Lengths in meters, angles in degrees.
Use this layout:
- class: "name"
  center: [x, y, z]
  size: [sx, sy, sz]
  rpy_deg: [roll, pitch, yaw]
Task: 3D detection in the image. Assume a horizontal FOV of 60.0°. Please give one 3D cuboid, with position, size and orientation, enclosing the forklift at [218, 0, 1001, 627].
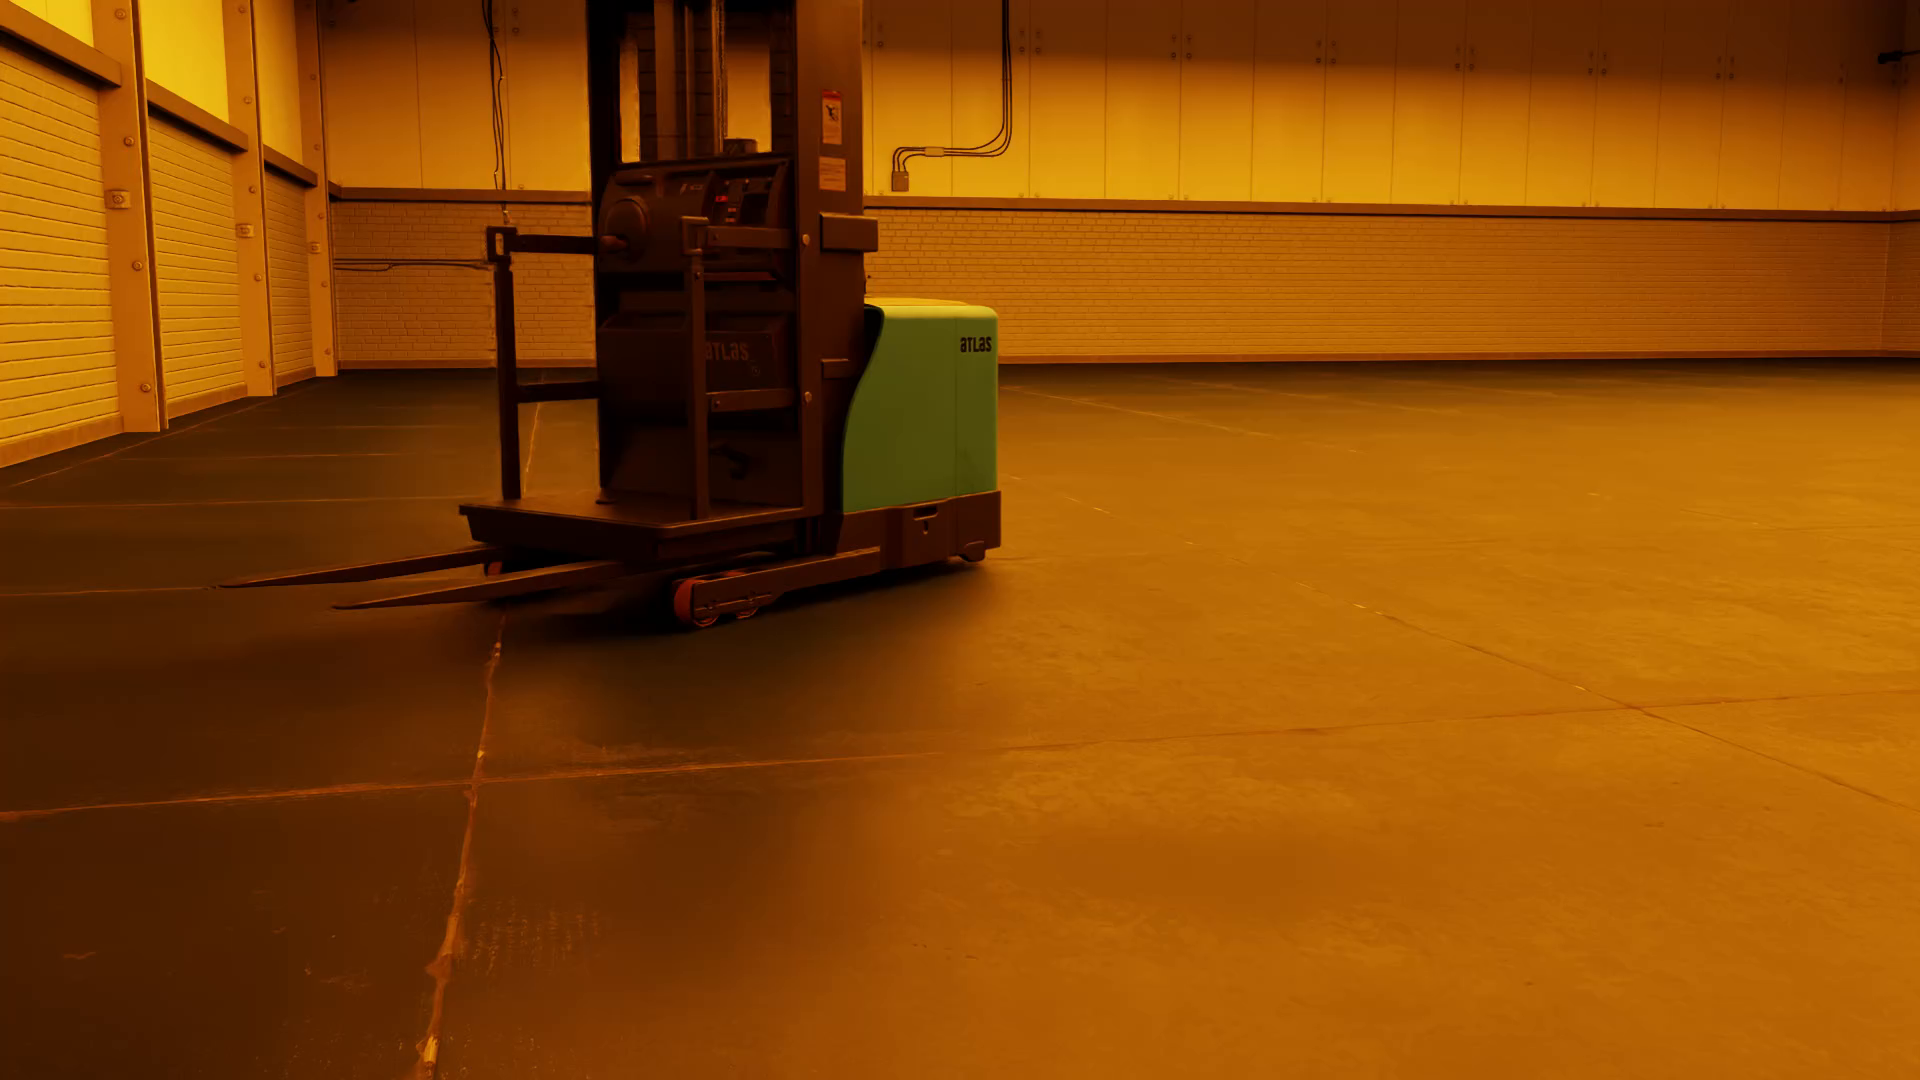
- class: "forklift"
  center: [-1.114, -1.234, 5.951]
  size: [1.130, 2.935, 3.031]
  rpy_deg: [6, 10, 36]
